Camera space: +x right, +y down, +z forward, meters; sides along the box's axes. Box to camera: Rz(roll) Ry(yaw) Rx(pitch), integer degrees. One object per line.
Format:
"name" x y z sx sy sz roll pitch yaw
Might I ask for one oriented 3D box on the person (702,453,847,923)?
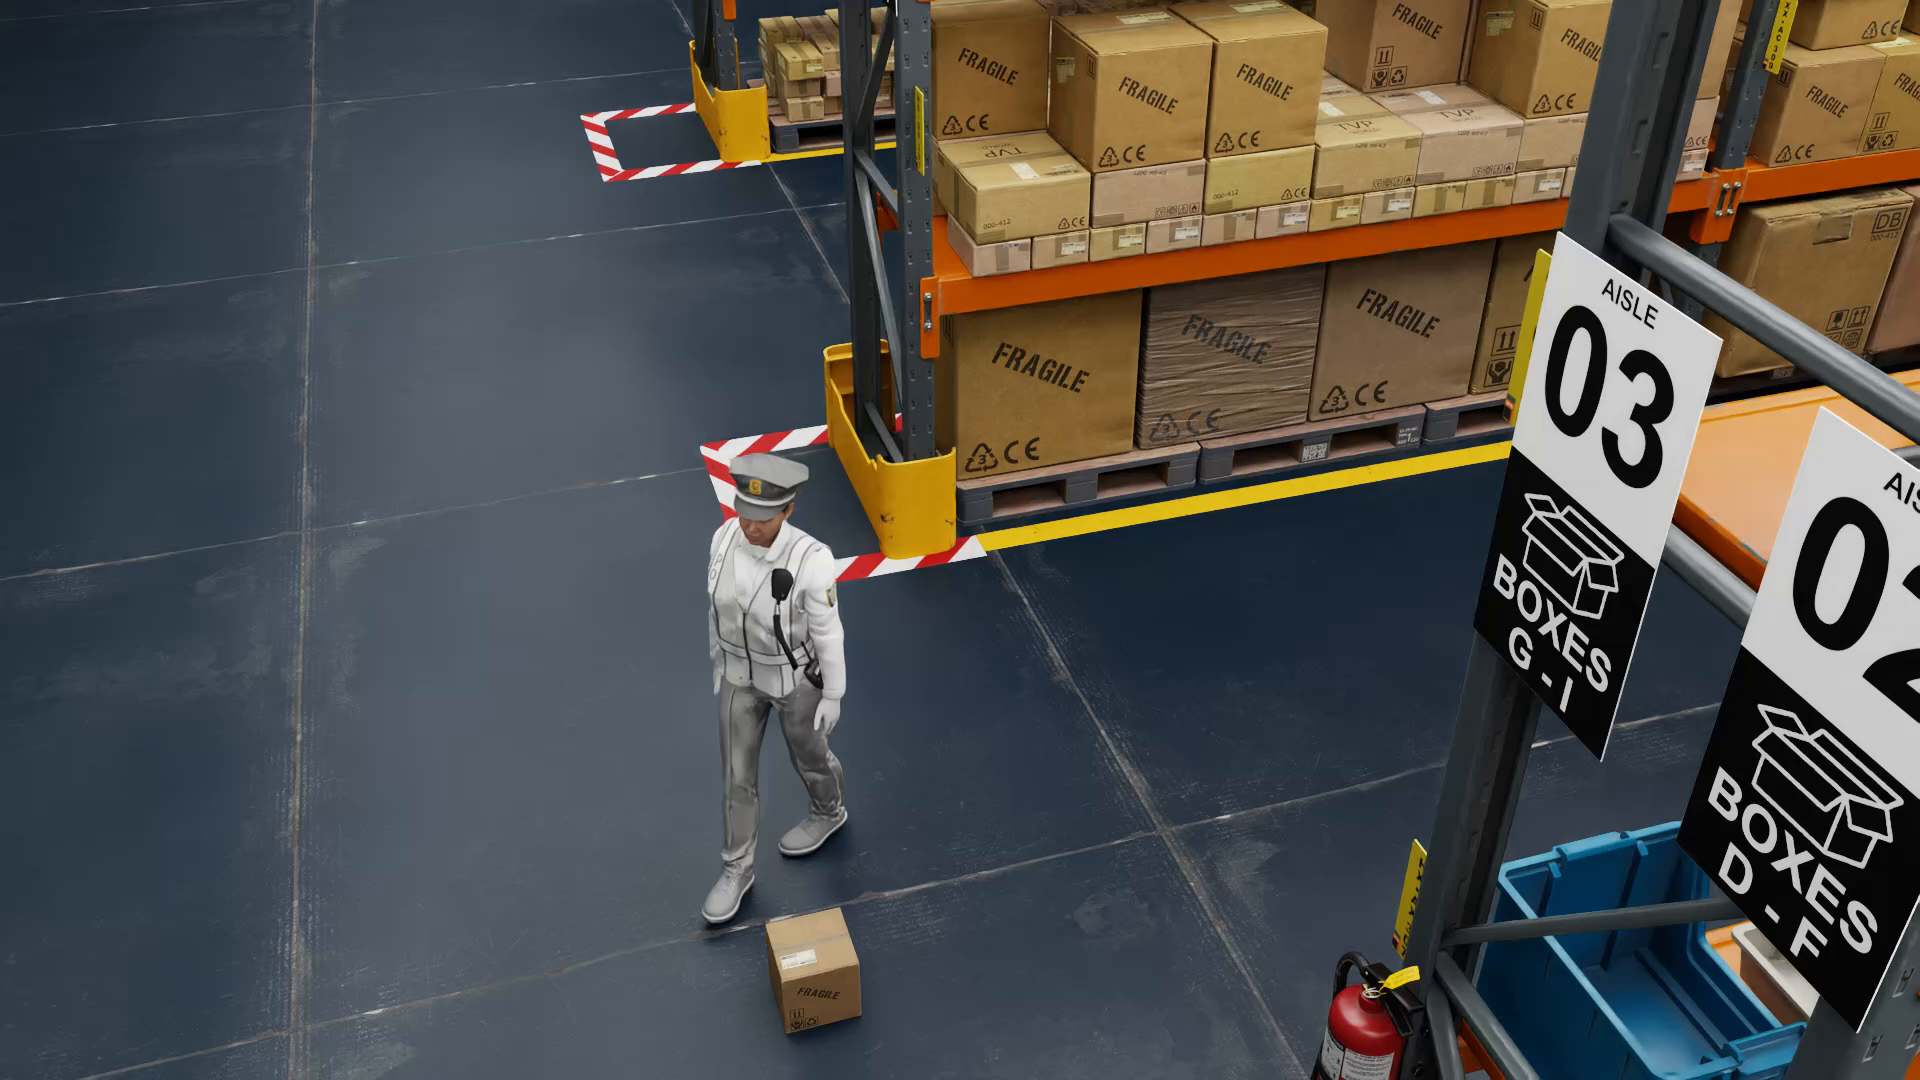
"person" -0.638 0.485 5.405 0.504 1.662 0.681 14 36 19
